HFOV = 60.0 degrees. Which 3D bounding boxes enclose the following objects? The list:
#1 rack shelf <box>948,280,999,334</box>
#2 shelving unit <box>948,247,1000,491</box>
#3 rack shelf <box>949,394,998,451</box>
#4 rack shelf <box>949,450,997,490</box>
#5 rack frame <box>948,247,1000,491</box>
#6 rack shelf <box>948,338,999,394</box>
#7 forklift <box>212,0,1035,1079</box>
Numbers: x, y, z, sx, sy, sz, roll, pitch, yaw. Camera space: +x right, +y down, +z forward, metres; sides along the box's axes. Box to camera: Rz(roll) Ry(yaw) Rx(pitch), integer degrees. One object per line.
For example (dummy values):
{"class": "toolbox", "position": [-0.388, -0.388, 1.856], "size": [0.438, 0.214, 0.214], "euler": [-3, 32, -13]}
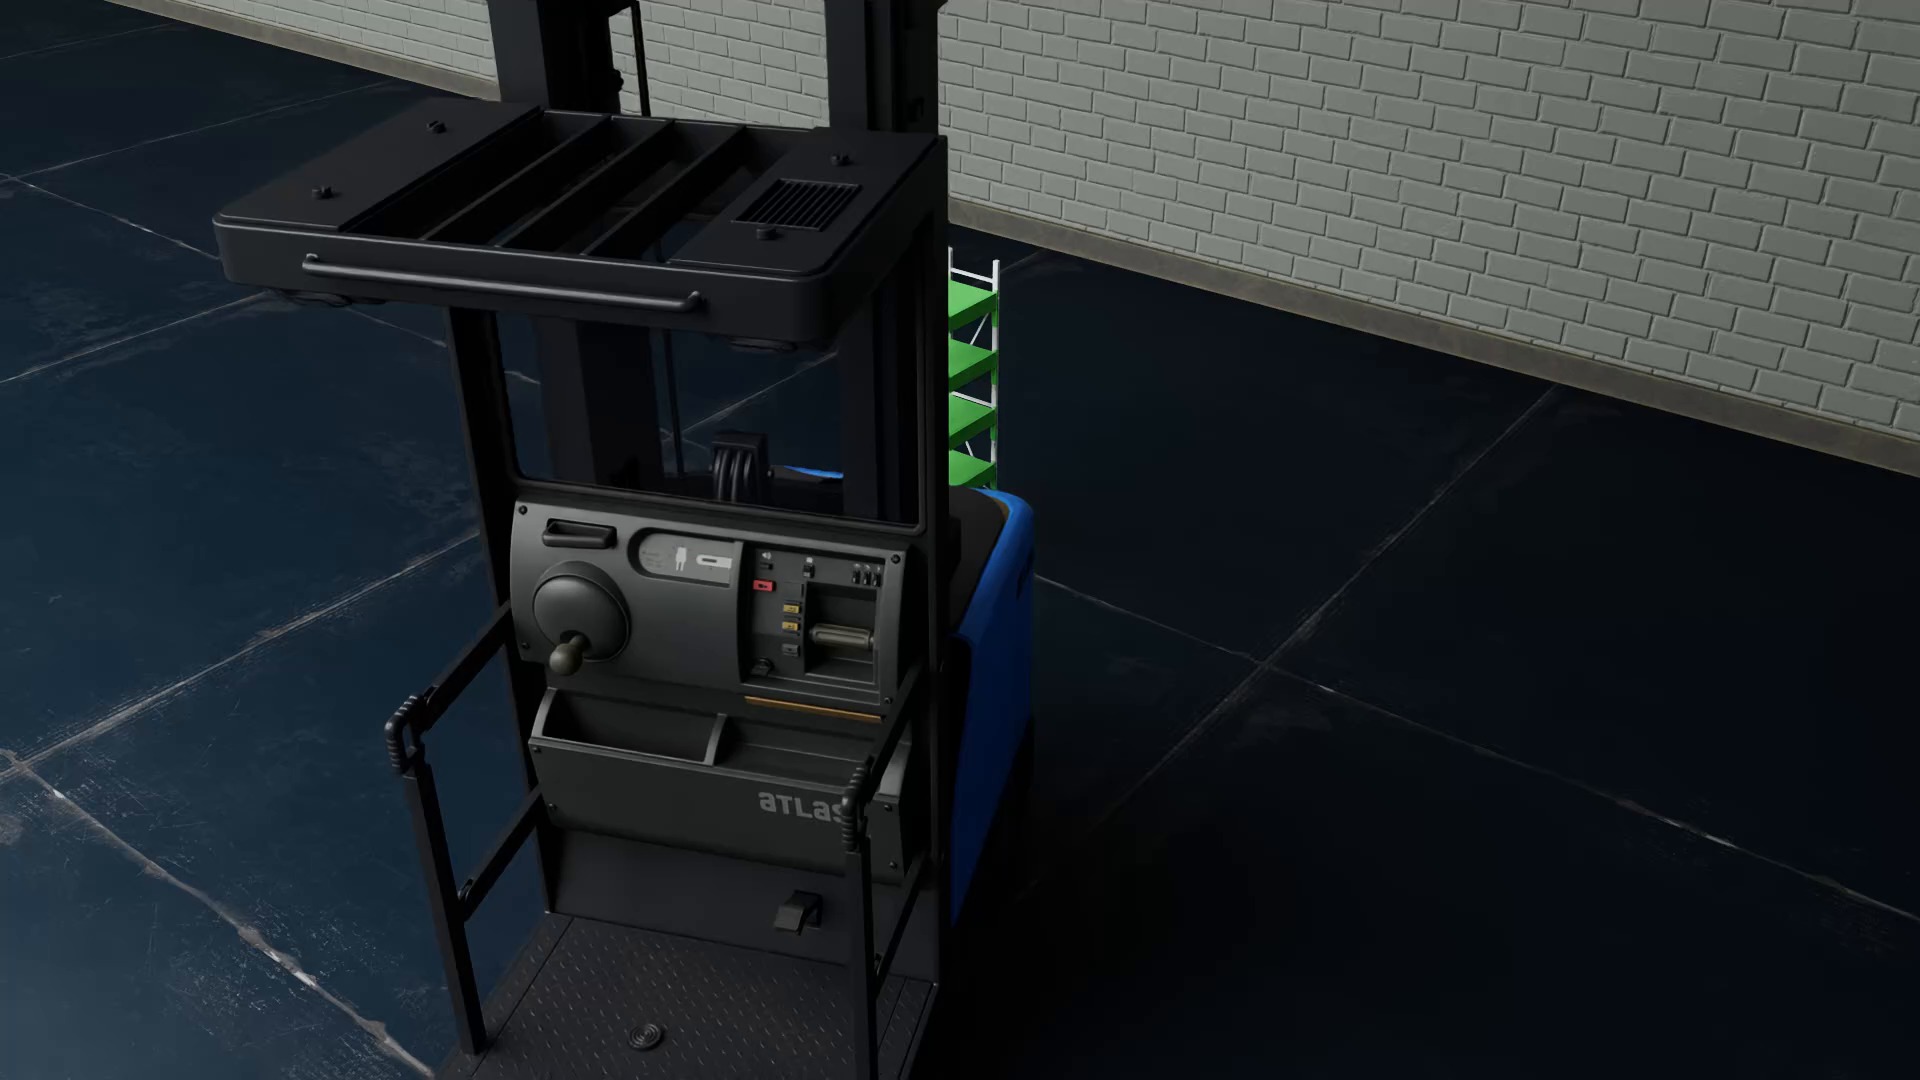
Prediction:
{"class": "rack shelf", "position": [-0.100, -0.807, 6.118], "size": [0.258, 0.148, 0.480], "euler": [21, 37, 31]}
{"class": "shelving unit", "position": [-0.100, -0.449, 6.331], "size": [0.258, 1.200, 0.503], "euler": [21, 37, 31]}
{"class": "rack shelf", "position": [-0.100, -0.394, 6.363], "size": [0.258, 0.148, 0.480], "euler": [21, 37, 31]}
{"class": "rack shelf", "position": [-0.100, -0.187, 6.486], "size": [0.258, 0.148, 0.480], "euler": [21, 37, 31]}
{"class": "rack frame", "position": [0.047, -0.548, 6.498], "size": [0.240, 1.200, 0.015], "euler": [21, 37, 31]}
{"class": "rack shelf", "position": [-0.100, -0.600, 6.241], "size": [0.258, 0.148, 0.480], "euler": [21, 37, 31]}
{"class": "forklift", "position": [-0.622, 0.195, 3.547], "size": [1.130, 2.935, 3.031], "euler": [7, 31, 12]}
